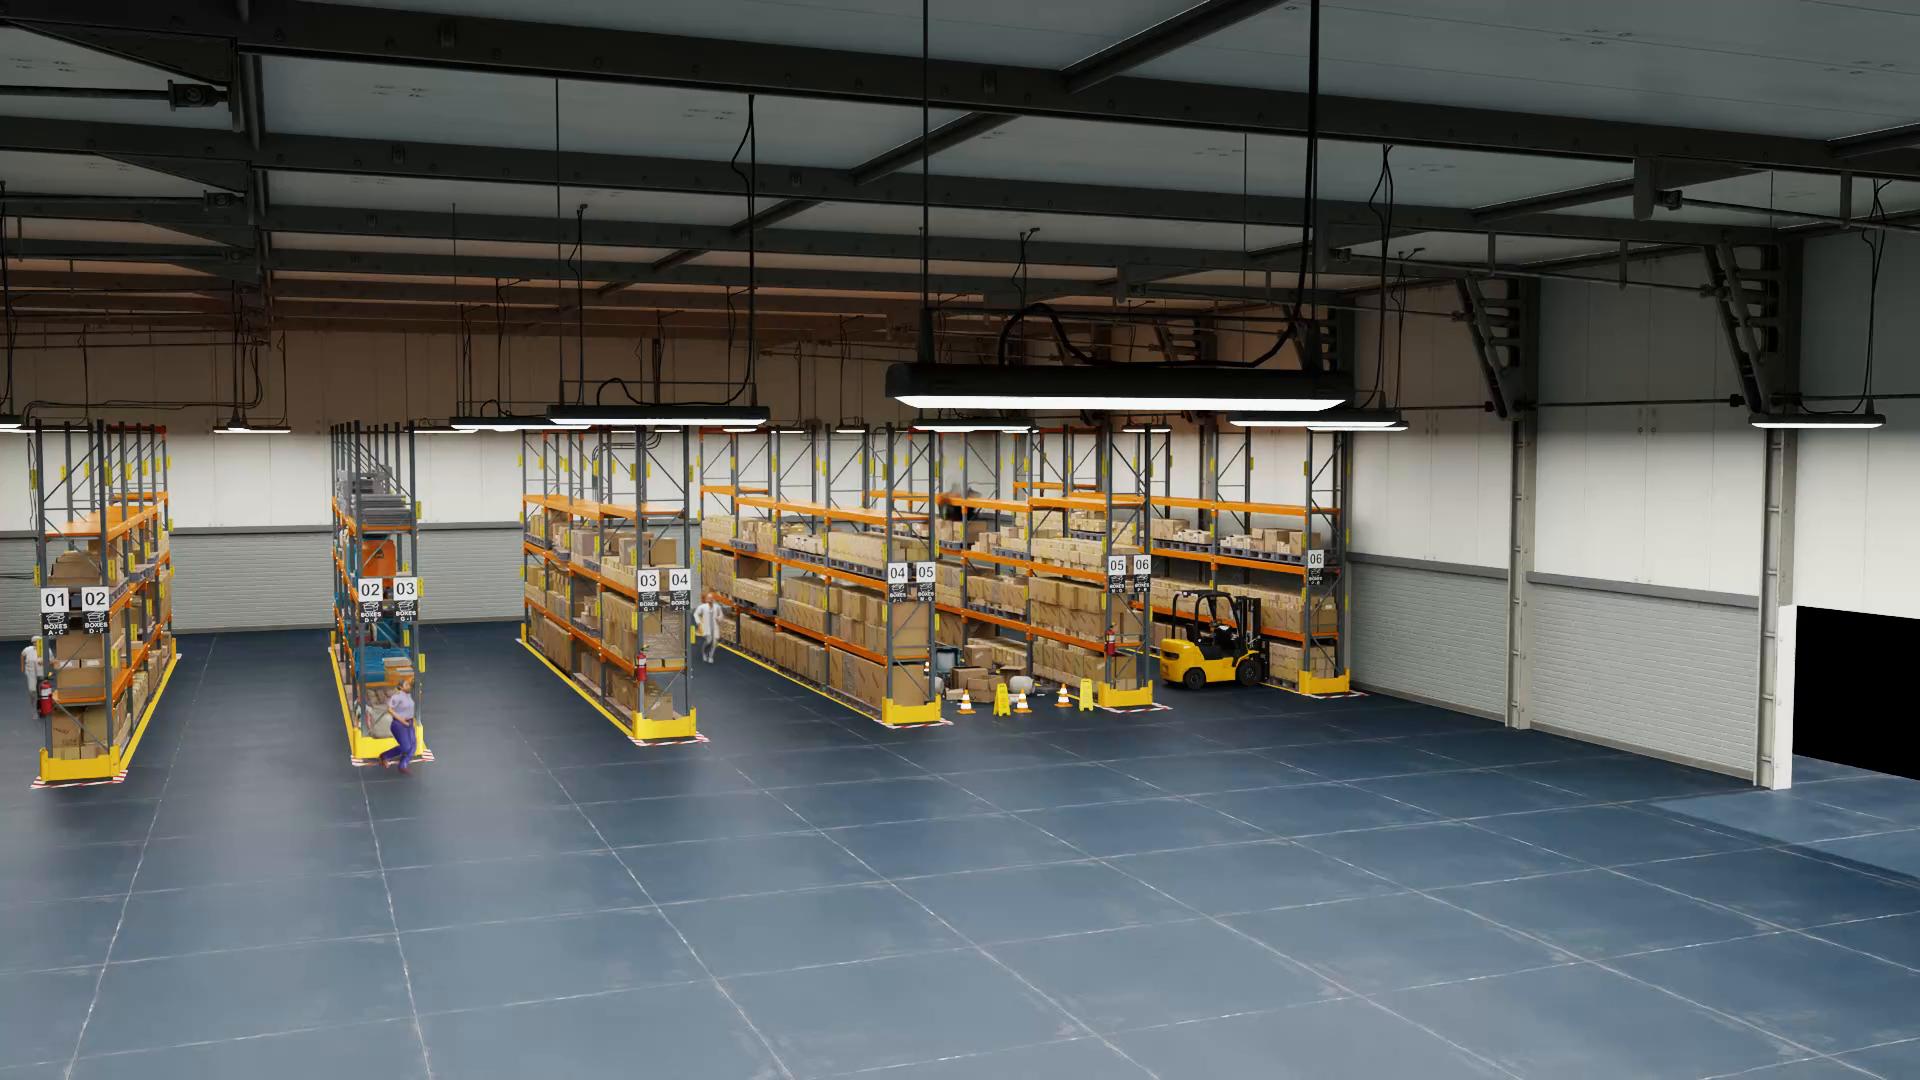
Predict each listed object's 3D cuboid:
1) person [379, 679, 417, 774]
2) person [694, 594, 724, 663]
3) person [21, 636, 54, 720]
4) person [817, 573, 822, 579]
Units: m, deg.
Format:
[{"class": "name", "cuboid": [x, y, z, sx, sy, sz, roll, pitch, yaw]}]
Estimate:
[{"class": "person", "cuboid": [-9.528, 3.168, 28.298, 0.560, 1.611, 0.637, 1, 4, 10]}, {"class": "person", "cuboid": [-6.272, 2.230, 41.827, 0.704, 1.734, 0.653, -2, 4, -25]}, {"class": "person", "cuboid": [-18.780, 2.790, 33.890, 0.627, 1.713, 0.865, -1, 4, -21]}, {"class": "person", "cuboid": [-4.286, 1.699, 50.764, 0.662, 1.739, 0.716, -1, 4, -12]}]
